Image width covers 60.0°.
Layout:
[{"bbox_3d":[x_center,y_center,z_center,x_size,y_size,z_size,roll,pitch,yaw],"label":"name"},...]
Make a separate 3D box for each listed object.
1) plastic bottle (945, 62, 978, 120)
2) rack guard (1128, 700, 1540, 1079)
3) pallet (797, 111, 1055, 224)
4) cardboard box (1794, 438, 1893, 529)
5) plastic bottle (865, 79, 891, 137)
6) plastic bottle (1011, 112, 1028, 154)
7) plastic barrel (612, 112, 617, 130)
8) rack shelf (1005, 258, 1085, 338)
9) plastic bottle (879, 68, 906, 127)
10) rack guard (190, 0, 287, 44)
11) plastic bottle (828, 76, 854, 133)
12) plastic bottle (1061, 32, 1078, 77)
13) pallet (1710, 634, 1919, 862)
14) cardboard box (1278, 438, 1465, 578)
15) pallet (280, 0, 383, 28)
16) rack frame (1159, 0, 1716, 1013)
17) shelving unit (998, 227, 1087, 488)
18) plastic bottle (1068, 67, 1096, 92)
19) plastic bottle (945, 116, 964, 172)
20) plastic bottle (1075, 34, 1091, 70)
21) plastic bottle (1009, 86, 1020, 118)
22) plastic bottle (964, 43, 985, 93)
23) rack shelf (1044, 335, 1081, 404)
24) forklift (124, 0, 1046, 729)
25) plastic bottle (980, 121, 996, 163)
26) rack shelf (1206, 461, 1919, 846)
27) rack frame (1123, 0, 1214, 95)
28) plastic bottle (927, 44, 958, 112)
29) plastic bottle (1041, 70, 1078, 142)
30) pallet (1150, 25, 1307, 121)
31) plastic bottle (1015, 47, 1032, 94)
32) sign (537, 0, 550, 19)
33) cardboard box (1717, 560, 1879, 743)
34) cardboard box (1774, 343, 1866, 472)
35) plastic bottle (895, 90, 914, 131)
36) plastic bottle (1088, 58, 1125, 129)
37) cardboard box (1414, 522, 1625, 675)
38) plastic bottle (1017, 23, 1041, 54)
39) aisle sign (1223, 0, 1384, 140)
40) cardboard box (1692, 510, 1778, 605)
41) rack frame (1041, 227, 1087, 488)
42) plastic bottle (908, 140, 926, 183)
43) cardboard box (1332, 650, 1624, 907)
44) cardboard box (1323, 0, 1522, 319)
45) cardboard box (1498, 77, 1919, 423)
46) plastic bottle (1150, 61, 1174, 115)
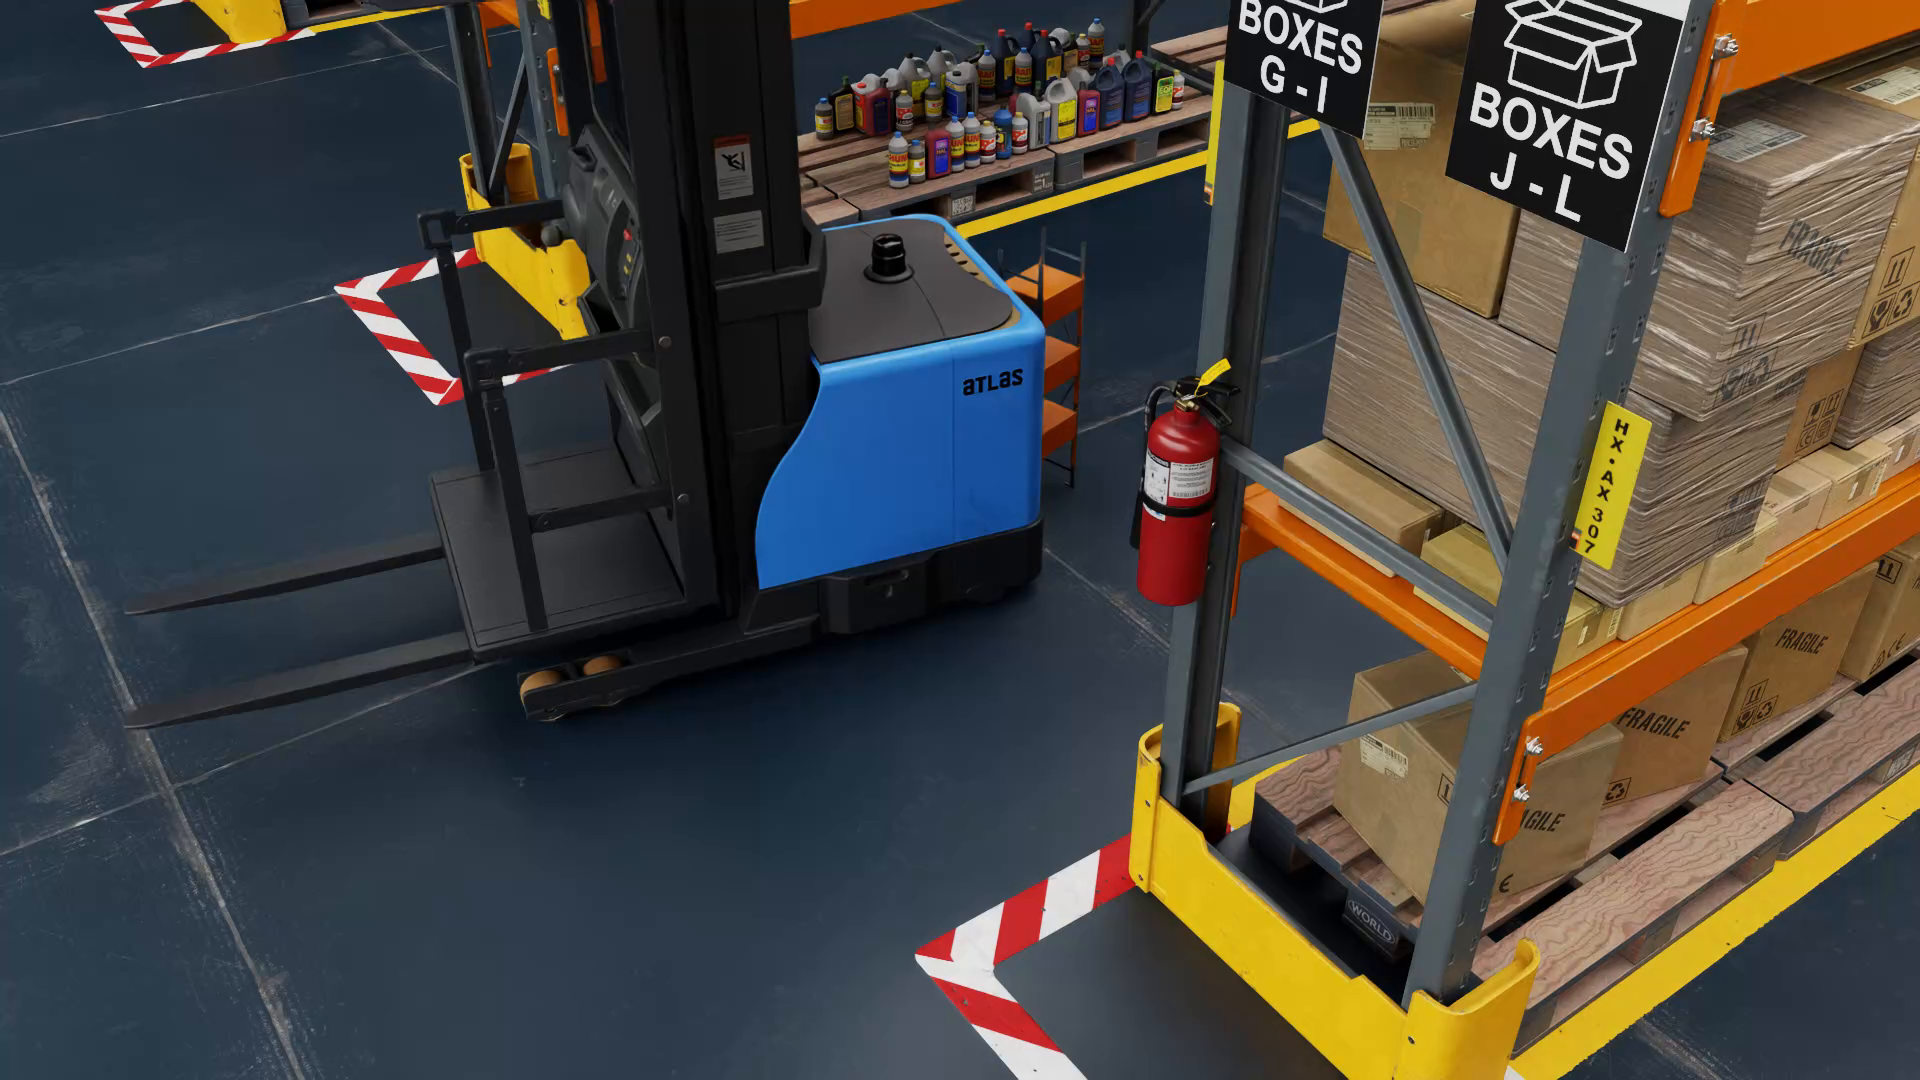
[{"bbox_3d":[0.007,-2.446,9.038,0.135,0.276,0.152,-22,41,-28],"label":"plastic bottle"},{"bbox_3d":[0.947,0.983,4.455,0.348,0.500,1.175,-22,41,-28],"label":"rack guard"},{"bbox_3d":[-0.270,-1.965,8.801,1.213,0.211,1.003,-22,41,-28],"label":"pallet"},{"bbox_3d":[2.085,-0.213,4.192,0.250,0.149,0.380,-22,41,-28],"label":"cardboard box"},{"bbox_3d":[-0.436,-2.294,8.820,0.133,0.283,0.061,-22,41,-28],"label":"plastic bottle"},{"bbox_3d":[0.304,-2.125,8.656,0.097,0.201,0.097,0,36,0],"label":"plastic bottle"},{"bbox_3d":[-1.474,-1.788,7.939,0.421,0.512,0.421,0,36,0],"label":"plastic barrel"},{"bbox_3d":[0.293,-0.839,6.050,0.215,0.259,0.240,27,44,32],"label":"rack shelf"},{"bbox_3d":[-0.384,-2.388,8.958,0.135,0.276,0.152,-24,42,-29],"label":"plastic bottle"},{"bbox_3d":[-4.838,-3.712,10.984,0.348,0.500,1.175,-22,41,-28],"label":"rack guard"},{"bbox_3d":[-0.634,-2.321,8.858,0.133,0.283,0.061,-21,41,-27],"label":"plastic bottle"},{"bbox_3d":[0.602,-2.721,9.414,0.133,0.283,0.061,-22,41,-28],"label":"plastic bottle"},{"bbox_3d":[2.628,0.436,5.463,1.213,0.211,1.003,-22,41,-28],"label":"pallet"},{"bbox_3d":[0.999,-0.099,4.033,0.250,0.149,0.380,-22,41,-28],"label":"cardboard box"},{"bbox_3d":[-4.218,-3.881,11.465,1.213,0.211,1.003,-22,41,-28],"label":"pallet"},{"bbox_3d":[0.885,-0.006,3.690,0.127,3.000,1.000,-22,41,-28],"label":"rack frame"},{"bbox_3d":[0.293,-0.617,6.209,0.215,1.050,0.252,27,44,32],"label":"shelving unit"},{"bbox_3d":[0.678,-2.432,9.018,0.135,0.276,0.152,-22,41,-28],"label":"plastic bottle"},{"bbox_3d":[-0.026,-2.017,8.446,0.097,0.271,0.097,0,36,0],"label":"plastic bottle"},{"bbox_3d":[0.705,-2.826,9.630,0.097,0.201,0.097,0,36,0],"label":"plastic bottle"},{"bbox_3d":[0.323,-2.262,8.775,0.133,0.283,0.061,-22,41,-28],"label":"plastic bottle"},{"bbox_3d":[0.089,-2.619,9.272,0.133,0.283,0.061,-20,40,-26],"label":"plastic bottle"},{"bbox_3d":[0.293,-0.609,6.215,0.215,0.259,0.240,27,44,32],"label":"rack shelf"},{"bbox_3d":[-1.273,-0.949,5.059,3.031,2.935,1.130,-13,38,-18],"label":"forklift"},{"bbox_3d":[0.136,-2.056,8.559,0.097,0.201,0.097,0,36,0],"label":"plastic bottle"},{"bbox_3d":[2.520,-0.387,4.835,4.000,0.370,1.077,-22,41,-28],"label":"rack shelf"},{"bbox_3d":[1.301,-3.715,8.847,0.127,3.000,1.000,-22,41,-28],"label":"rack frame"},{"bbox_3d":[-0.099,-2.539,9.103,0.185,0.351,0.144,-23,42,-28],"label":"plastic bottle"},{"bbox_3d":[0.520,-2.291,8.759,0.185,0.351,0.144,-23,41,-28],"label":"plastic bottle"},{"bbox_3d":[1.921,-2.866,10.054,1.213,0.211,1.003,-22,41,-28],"label":"pallet"},{"bbox_3d":[0.354,-2.607,9.265,0.097,0.271,0.097,0,36,0],"label":"plastic bottle"},{"bbox_3d":[-1.655,-2.218,6.528,0.005,0.325,0.100,-22,41,-28],"label":"sign"},{"bbox_3d":[2.397,0.217,5.160,0.500,0.500,0.500,-18,40,-24],"label":"cardboard box"},{"bbox_3d":[1.690,-0.565,4.126,0.500,0.500,0.875,-22,41,-28],"label":"cardboard box"},{"bbox_3d":[-0.297,-2.305,8.905,0.097,0.201,0.097,0,36,0],"label":"plastic bottle"},{"bbox_3d":[0.784,-2.400,8.910,0.185,0.351,0.144,-25,42,-30],"label":"plastic bottle"},{"bbox_3d":[1.255,0.114,3.738,0.250,0.149,0.380,-22,41,-28],"label":"cardboard box"},{"bbox_3d":[0.403,-2.745,9.390,0.185,0.351,0.144,-21,41,-27],"label":"plastic bottle"},{"bbox_3d":[0.662,-1.184,3.101,0.004,0.787,0.394,-22,41,-28],"label":"aisle sign"},{"bbox_3d":[1.684,-0.038,3.949,0.250,0.149,0.380,-22,41,-28],"label":"cardboard box"},{"bbox_3d":[0.373,-0.671,6.284,0.200,1.050,0.008,27,44,32],"label":"rack frame"},{"bbox_3d":[-0.222,-1.909,8.354,0.097,0.201,0.097,0,36,0],"label":"plastic bottle"},{"bbox_3d":[1.405,0.636,4.578,0.500,0.500,0.500,-15,38,-20],"label":"cardboard box"},{"bbox_3d":[1.192,-0.876,3.703,0.500,0.500,0.500,-22,41,-28],"label":"cardboard box"},{"bbox_3d":[1.492,-0.628,3.358,0.500,0.500,0.500,-22,41,-28],"label":"cardboard box"},{"bbox_3d":[1.098,-2.472,9.068,0.133,0.283,0.061,-20,40,-26],"label":"plastic bottle"}]
